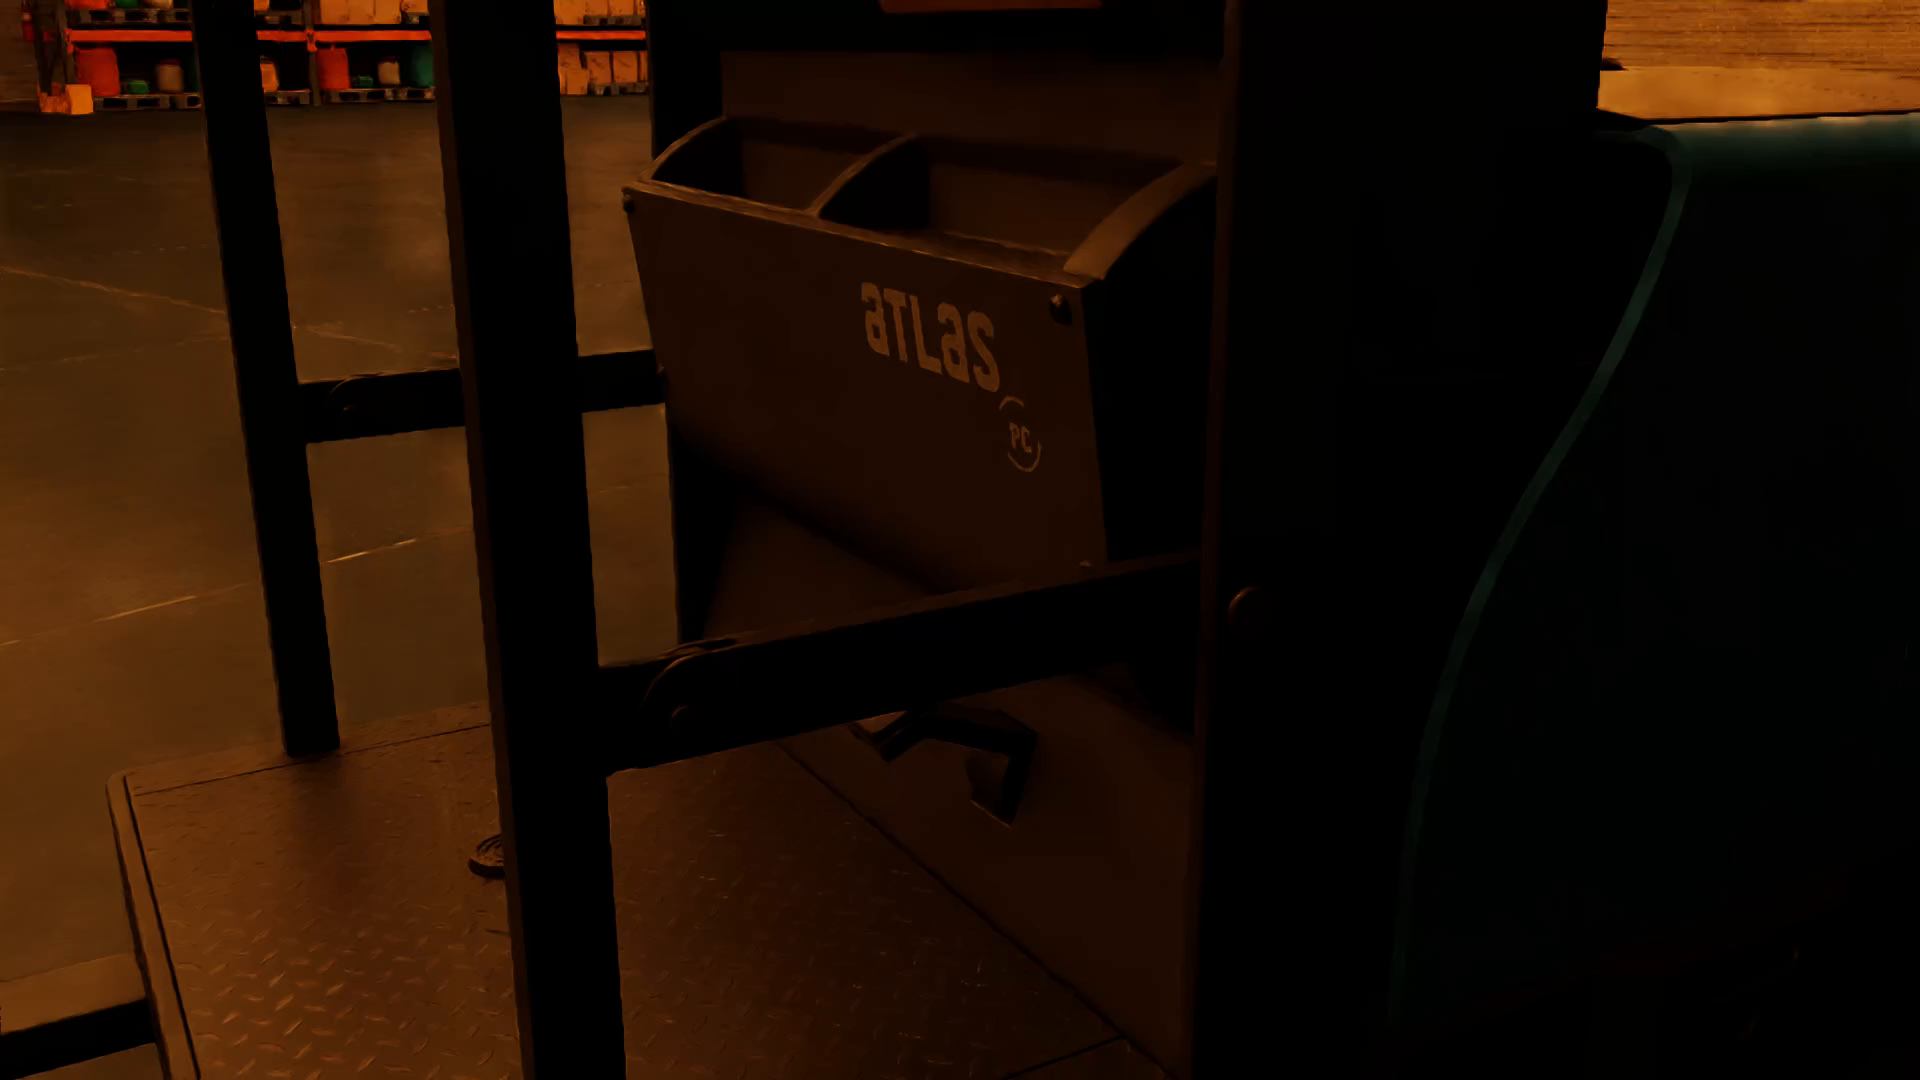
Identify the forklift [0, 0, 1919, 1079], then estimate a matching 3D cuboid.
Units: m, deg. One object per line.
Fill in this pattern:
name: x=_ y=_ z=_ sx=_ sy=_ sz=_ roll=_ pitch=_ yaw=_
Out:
forklift: x=-0.268 y=-0.734 z=1.315 sx=3.031 sy=2.935 sz=1.130 roll=-10 pitch=19 yaw=-29
